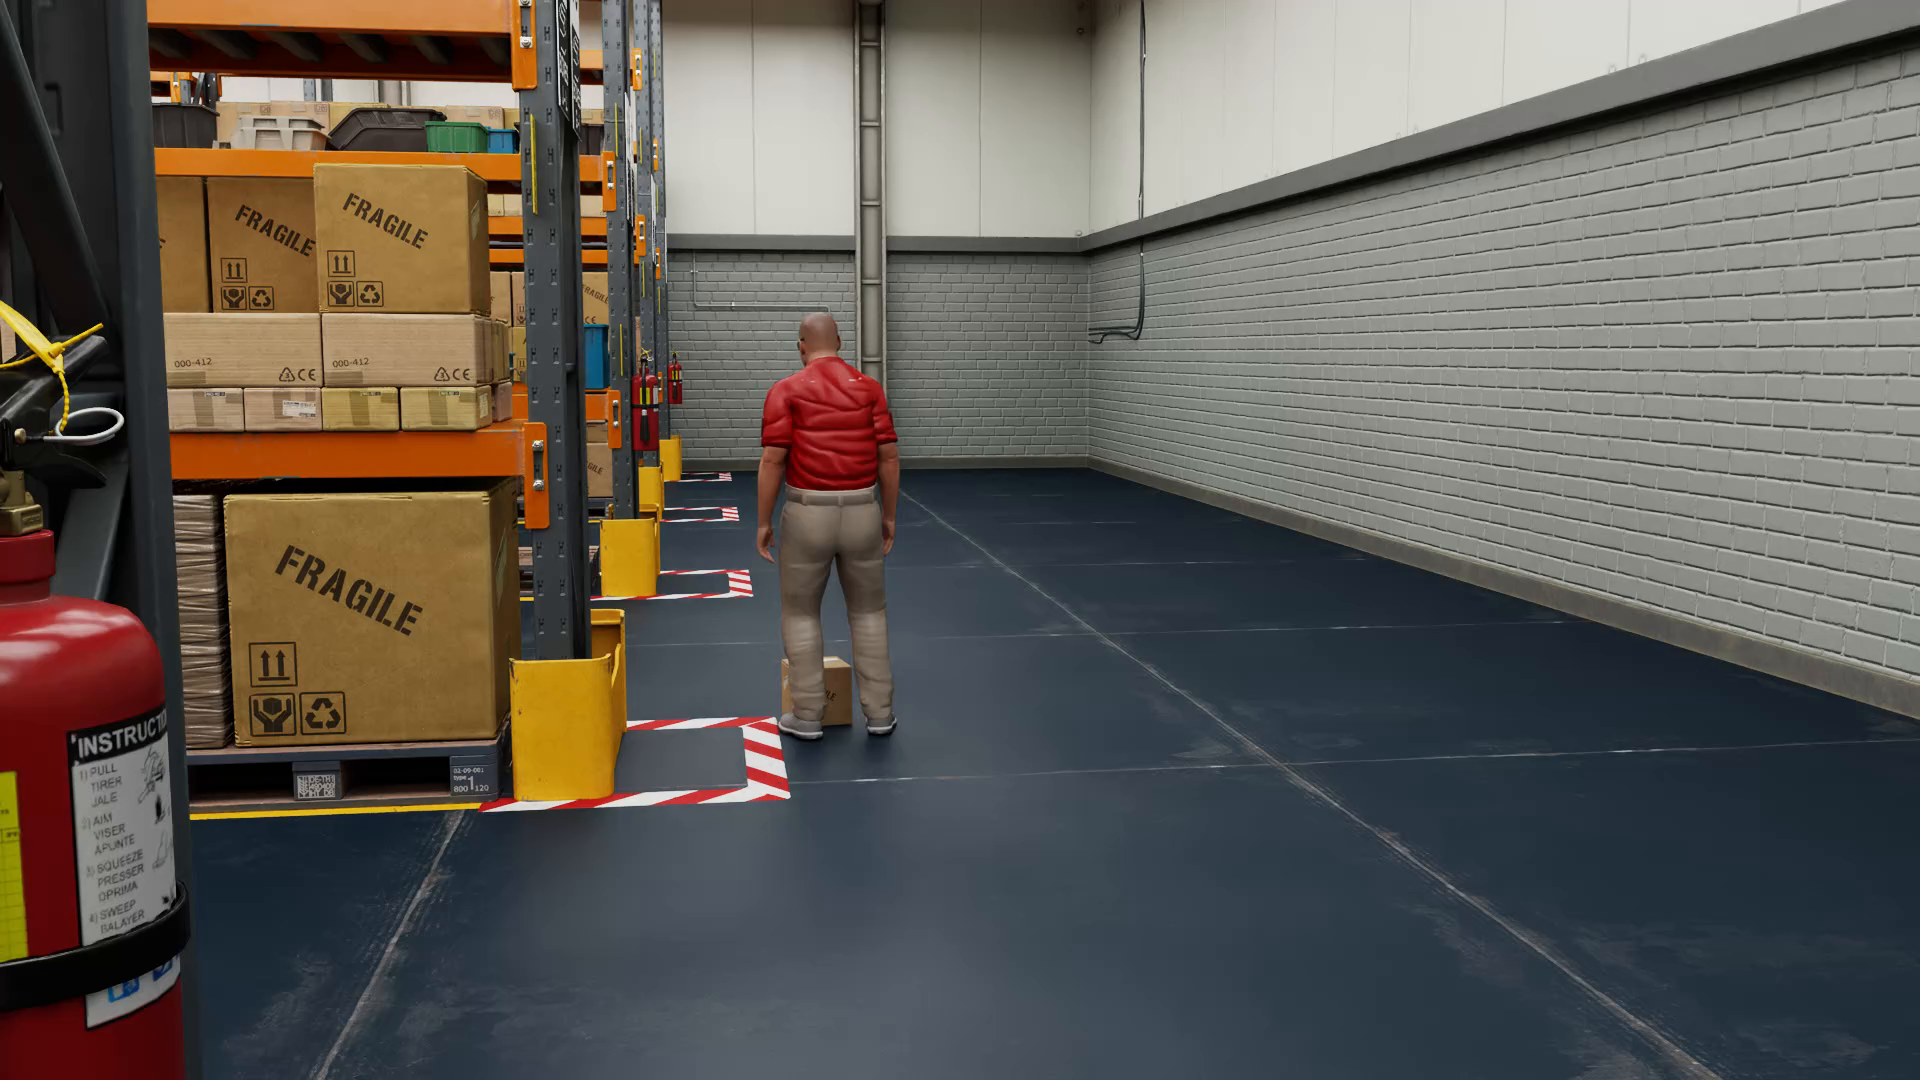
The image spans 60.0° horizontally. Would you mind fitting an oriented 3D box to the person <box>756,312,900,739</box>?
[{"bbox_3d":[-0.530,-0.059,6.795,0.607,1.728,0.387,-2,7,-18],"label":"person"}]
